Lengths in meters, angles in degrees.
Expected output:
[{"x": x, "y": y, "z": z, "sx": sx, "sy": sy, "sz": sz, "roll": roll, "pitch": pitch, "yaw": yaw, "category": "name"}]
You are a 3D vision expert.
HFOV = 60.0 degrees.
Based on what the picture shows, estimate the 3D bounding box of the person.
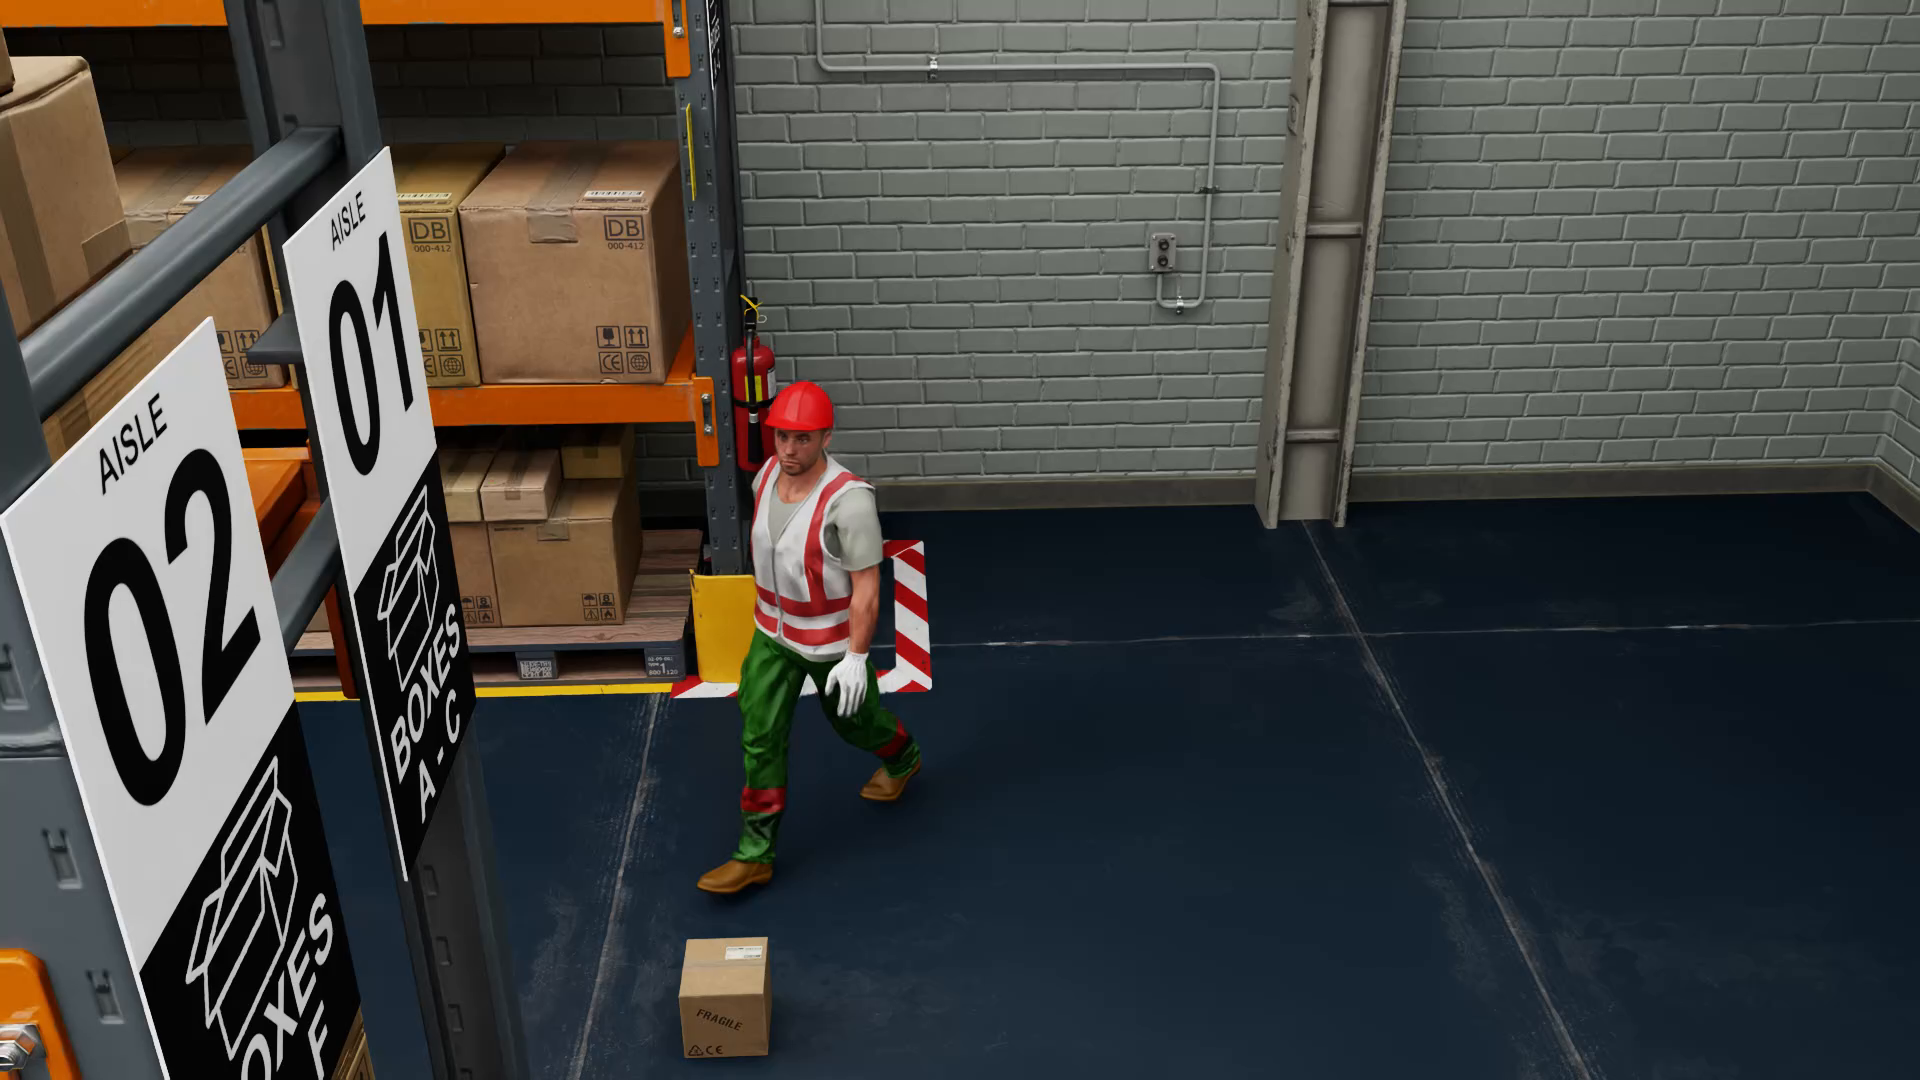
[{"x": -0.488, "y": 0.311, "z": 5.500, "sx": 0.609, "sy": 1.761, "sz": 1.012, "roll": 19, "pitch": 33, "yaw": 33, "category": "person"}]
